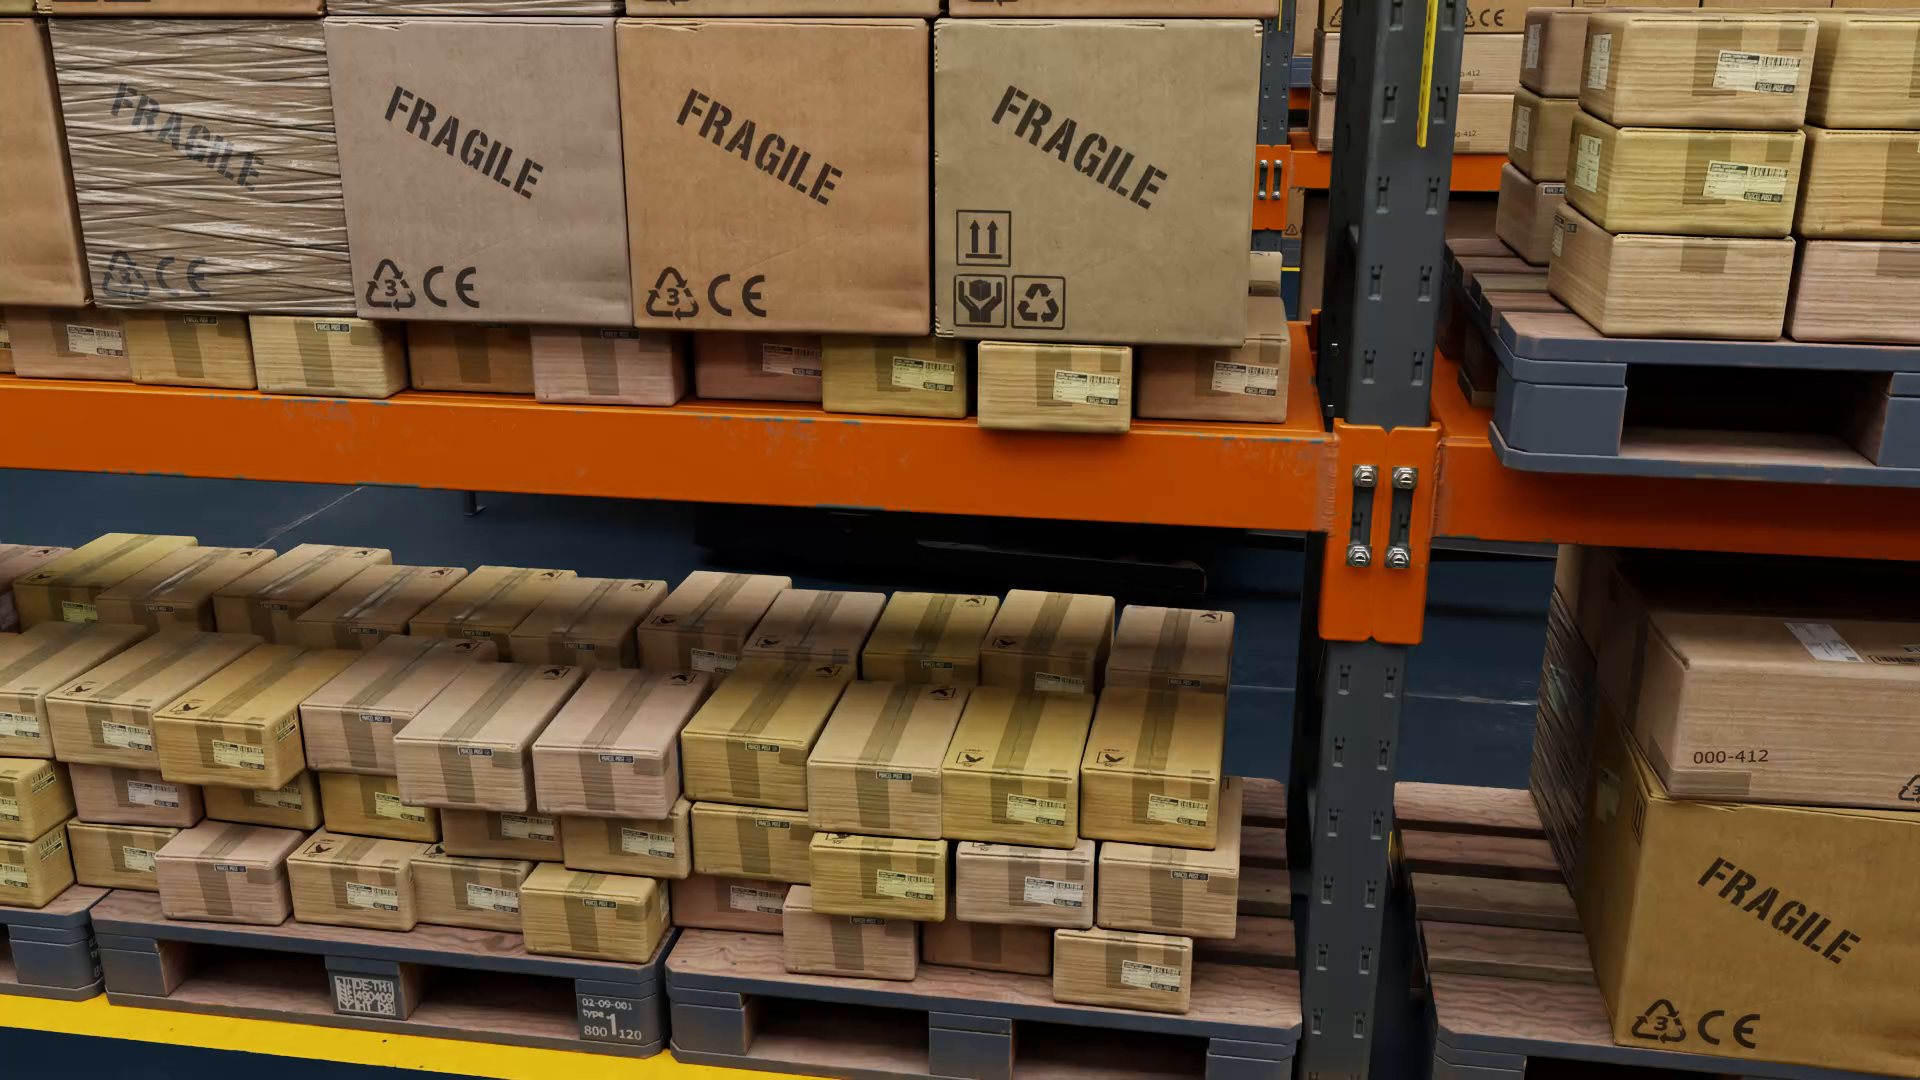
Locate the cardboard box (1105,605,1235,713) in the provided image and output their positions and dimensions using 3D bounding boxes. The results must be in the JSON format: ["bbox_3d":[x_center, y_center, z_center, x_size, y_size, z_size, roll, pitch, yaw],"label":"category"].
[{"bbox_3d":[0.461,0.283,3.624,0.250,0.149,0.380,4,19,11],"label":"cardboard box"}]

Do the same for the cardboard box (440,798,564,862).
[{"bbox_3d":[-0.878,0.502,3.437,0.250,0.149,0.380,2,19,6],"label":"cardboard box"}]

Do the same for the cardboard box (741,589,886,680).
[{"bbox_3d":[-0.320,0.247,3.731,0.250,0.149,0.380,2,19,7],"label":"cardboard box"}]

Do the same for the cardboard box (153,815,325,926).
[{"bbox_3d":[-1.463,0.640,3.493,0.250,0.149,0.380,2,19,6],"label":"cardboard box"}]

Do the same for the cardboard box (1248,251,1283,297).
[{"bbox_3d":[0.540,-0.503,3.476,0.250,0.149,0.380,4,19,11],"label":"cardboard box"}]

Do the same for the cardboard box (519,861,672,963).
[{"bbox_3d":[-0.695,0.682,3.368,0.250,0.149,0.380,3,19,9],"label":"cardboard box"}]

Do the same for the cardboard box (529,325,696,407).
[{"bbox_3d":[-0.601,-0.364,3.058,0.250,0.149,0.380,2,19,6],"label":"cardboard box"}]

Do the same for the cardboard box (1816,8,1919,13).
[{"bbox_3d":[1.716,-0.882,3.008,0.250,0.149,0.380,2,19,7],"label":"cardboard box"}]

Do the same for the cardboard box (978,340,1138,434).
[{"bbox_3d":[0.177,-0.306,2.887,0.250,0.149,0.380,2,19,7],"label":"cardboard box"}]

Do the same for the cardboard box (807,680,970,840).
[{"bbox_3d":[-0.130,0.418,3.220,0.250,0.149,0.380,3,19,8],"label":"cardboard box"}]

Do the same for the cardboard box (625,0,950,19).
[{"bbox_3d":[-0.250,-1.132,2.756,0.500,0.500,0.500,2,19,7],"label":"cardboard box"}]

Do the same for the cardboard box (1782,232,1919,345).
[{"bbox_3d":[1.359,-0.410,2.534,0.250,0.149,0.380,3,19,10],"label":"cardboard box"}]

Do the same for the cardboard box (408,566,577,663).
[{"bbox_3d":[-1.078,0.196,3.883,0.250,0.149,0.380,3,19,9],"label":"cardboard box"}]

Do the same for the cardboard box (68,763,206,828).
[{"bbox_3d":[-1.674,0.458,3.569,0.250,0.149,0.380,2,19,6],"label":"cardboard box"}]

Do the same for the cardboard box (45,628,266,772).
[{"bbox_3d":[-1.668,0.329,3.486,0.250,0.149,0.380,4,19,11],"label":"cardboard box"}]

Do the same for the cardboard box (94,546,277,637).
[{"bbox_3d":[-1.858,0.148,4.028,0.250,0.149,0.380,2,19,6],"label":"cardboard box"}]

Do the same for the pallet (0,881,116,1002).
[{"bbox_3d":[-2.310,0.671,3.965,1.213,0.211,1.003,3,19,9],"label":"pallet"}]

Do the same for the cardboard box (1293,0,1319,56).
[{"bbox_3d":[2.679,-3.769,12.021,0.500,0.500,0.700,3,19,10],"label":"cardboard box"}]

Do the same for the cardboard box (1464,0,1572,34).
[{"bbox_3d":[2.349,-2.454,7.177,0.500,0.500,0.500,3,19,8],"label":"cardboard box"}]

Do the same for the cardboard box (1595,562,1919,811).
[{"bbox_3d":[1.456,0.245,2.940,0.500,0.250,0.500,2,19,6],"label":"cardboard box"}]

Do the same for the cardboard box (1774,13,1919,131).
[{"bbox_3d":[1.361,-0.692,2.440,0.250,0.149,0.380,3,19,10],"label":"cardboard box"}]

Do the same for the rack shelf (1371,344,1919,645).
[{"bbox_3d":[2.743,-0.064,2.900,4.000,0.370,1.077,3,19,9],"label":"rack shelf"}]

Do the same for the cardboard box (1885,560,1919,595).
[{"bbox_3d":[2.049,0.113,3.333,0.500,0.250,0.500,4,19,11],"label":"cardboard box"}]

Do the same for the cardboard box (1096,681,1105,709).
[{"bbox_3d":[0.197,0.403,3.734,0.250,0.149,0.380,3,19,9],"label":"cardboard box"}]

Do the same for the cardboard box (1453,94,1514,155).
[{"bbox_3d":[2.357,-1.860,7.371,0.500,0.250,0.500,2,19,7],"label":"cardboard box"}]

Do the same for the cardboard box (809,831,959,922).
[{"bbox_3d":[-0.130,0.572,3.228,0.250,0.149,0.380,2,19,7],"label":"cardboard box"}]

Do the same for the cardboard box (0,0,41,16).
[{"bbox_3d":[-1.771,-1.207,2.982,0.500,0.500,0.500,2,19,7],"label":"cardboard box"}]

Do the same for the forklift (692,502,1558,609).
[{"bbox_3d":[0.603,-1.341,5.691,3.031,2.935,1.130,5,19,14],"label":"forklift"}]

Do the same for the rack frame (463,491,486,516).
[{"bbox_3d":[-1.885,-0.883,6.577,0.032,1.500,0.500,5,19,14],"label":"rack frame"}]

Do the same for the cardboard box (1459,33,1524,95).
[{"bbox_3d":[2.363,-2.100,7.299,0.500,0.250,0.500,3,19,10],"label":"cardboard box"}]

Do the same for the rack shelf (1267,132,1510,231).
[{"bbox_3d":[3.428,-1.620,7.550,4.000,0.370,1.077,3,19,9],"label":"rack shelf"}]

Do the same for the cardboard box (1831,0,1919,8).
[{"bbox_3d":[3.854,-2.376,6.944,0.500,0.500,0.500,3,19,9],"label":"cardboard box"}]

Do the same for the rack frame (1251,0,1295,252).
[{"bbox_3d":[1.454,-2.062,7.737,0.127,3.000,1.000,3,19,9],"label":"rack frame"}]

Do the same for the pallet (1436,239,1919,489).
[{"bbox_3d":[1.500,-0.331,2.866,1.213,0.211,1.003,3,19,9],"label":"pallet"}]

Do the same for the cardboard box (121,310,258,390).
[{"bbox_3d":[-1.365,-0.406,3.186,0.250,0.149,0.380,4,19,11],"label":"cardboard box"}]

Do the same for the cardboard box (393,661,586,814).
[{"bbox_3d":[-0.924,0.386,3.316,0.250,0.149,0.380,2,19,7],"label":"cardboard box"}]

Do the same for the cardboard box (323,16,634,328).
[{"bbox_3d":[-0.758,-0.682,2.988,0.500,0.500,0.500,3,19,8],"label":"cardboard box"}]

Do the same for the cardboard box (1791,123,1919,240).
[{"bbox_3d":[1.340,-0.550,2.486,0.250,0.149,0.380,3,19,8],"label":"cardboard box"}]

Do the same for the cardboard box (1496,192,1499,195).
[{"bbox_3d":[2.972,-1.204,7.861,0.875,0.875,0.875,3,19,10],"label":"cardboard box"}]

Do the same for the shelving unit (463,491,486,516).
[{"bbox_3d":[-1.393,-0.843,6.458,1.048,1.500,0.538,5,19,14],"label":"shelving unit"}]

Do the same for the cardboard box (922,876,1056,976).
[{"bbox_3d":[0.084,0.695,3.330,0.250,0.149,0.380,3,19,10],"label":"cardboard box"}]
